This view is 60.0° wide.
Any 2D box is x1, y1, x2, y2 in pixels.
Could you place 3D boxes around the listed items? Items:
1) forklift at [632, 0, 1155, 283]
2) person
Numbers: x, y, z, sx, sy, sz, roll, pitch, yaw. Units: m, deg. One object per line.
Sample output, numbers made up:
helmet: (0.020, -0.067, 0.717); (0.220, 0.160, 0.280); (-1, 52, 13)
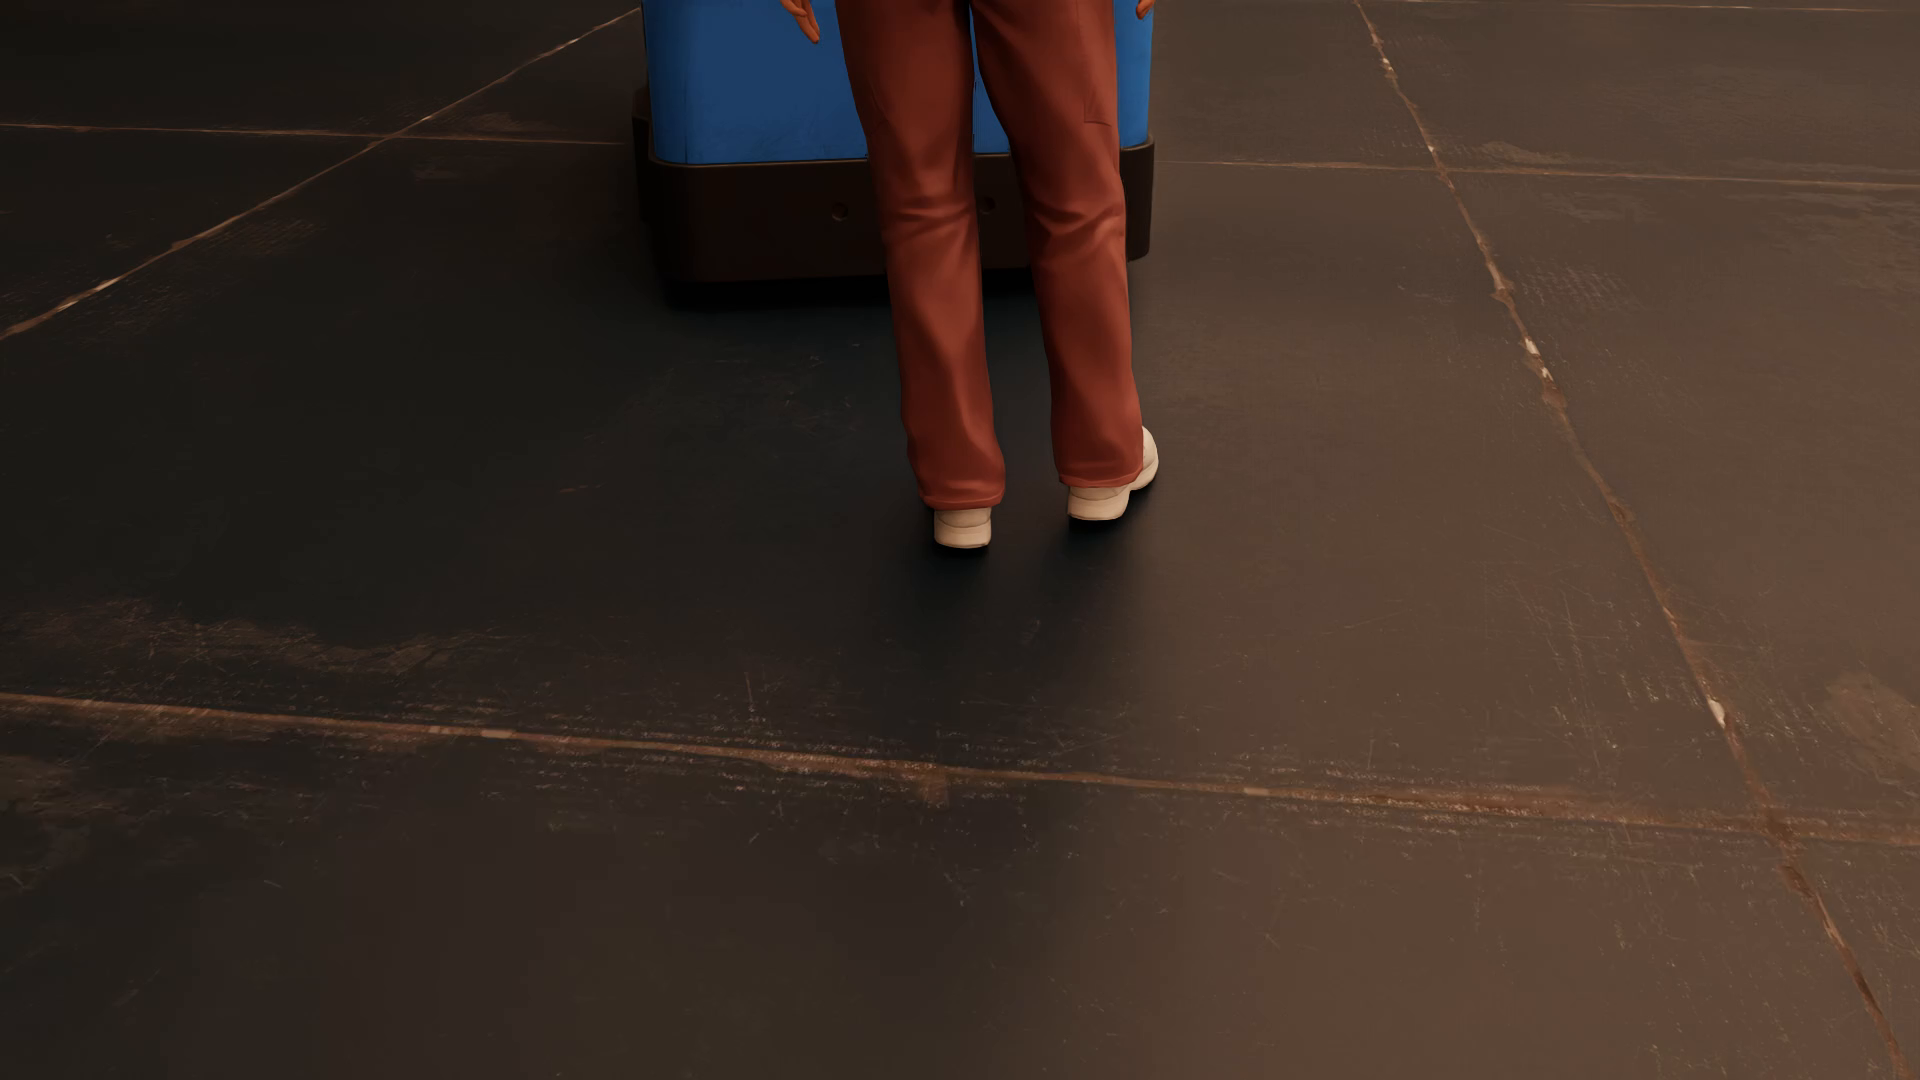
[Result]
forklift: (-0.333, -2.467, 4.161); (1.130, 2.935, 3.031); (-4, 27, -8)
person: (0.021, -0.789, 2.187); (0.554, 1.673, 0.548); (3, 27, 7)
